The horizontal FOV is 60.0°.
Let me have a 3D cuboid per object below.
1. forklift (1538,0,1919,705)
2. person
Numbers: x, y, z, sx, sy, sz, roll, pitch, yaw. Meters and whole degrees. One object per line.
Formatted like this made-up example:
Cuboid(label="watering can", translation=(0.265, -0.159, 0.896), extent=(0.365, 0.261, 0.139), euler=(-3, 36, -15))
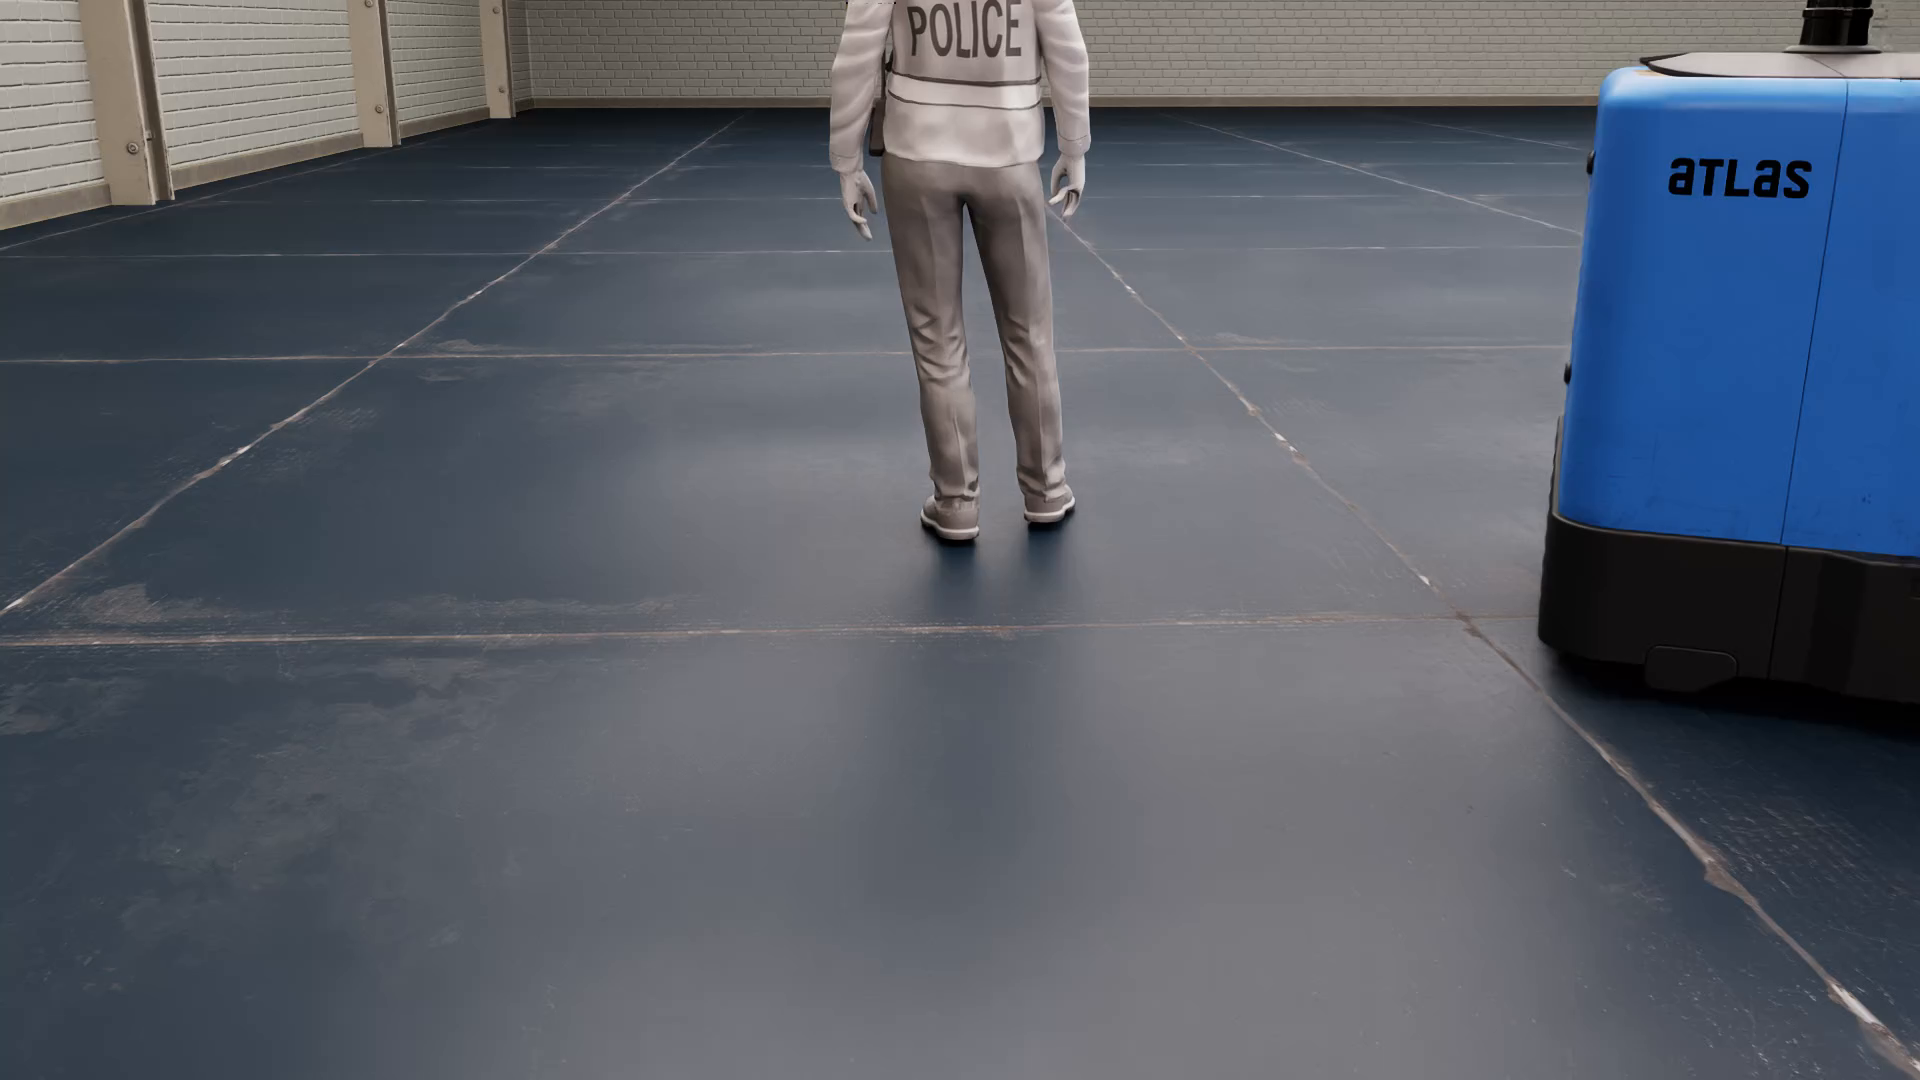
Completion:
Cuboid(label="forklift", translation=(2.644, -1.121, 2.573), extent=(3.031, 2.935, 1.130), euler=(6, 18, 19))
Cuboid(label="person", translation=(0.003, -0.837, 3.732), extent=(0.588, 1.696, 0.533), euler=(-1, 17, -3))
